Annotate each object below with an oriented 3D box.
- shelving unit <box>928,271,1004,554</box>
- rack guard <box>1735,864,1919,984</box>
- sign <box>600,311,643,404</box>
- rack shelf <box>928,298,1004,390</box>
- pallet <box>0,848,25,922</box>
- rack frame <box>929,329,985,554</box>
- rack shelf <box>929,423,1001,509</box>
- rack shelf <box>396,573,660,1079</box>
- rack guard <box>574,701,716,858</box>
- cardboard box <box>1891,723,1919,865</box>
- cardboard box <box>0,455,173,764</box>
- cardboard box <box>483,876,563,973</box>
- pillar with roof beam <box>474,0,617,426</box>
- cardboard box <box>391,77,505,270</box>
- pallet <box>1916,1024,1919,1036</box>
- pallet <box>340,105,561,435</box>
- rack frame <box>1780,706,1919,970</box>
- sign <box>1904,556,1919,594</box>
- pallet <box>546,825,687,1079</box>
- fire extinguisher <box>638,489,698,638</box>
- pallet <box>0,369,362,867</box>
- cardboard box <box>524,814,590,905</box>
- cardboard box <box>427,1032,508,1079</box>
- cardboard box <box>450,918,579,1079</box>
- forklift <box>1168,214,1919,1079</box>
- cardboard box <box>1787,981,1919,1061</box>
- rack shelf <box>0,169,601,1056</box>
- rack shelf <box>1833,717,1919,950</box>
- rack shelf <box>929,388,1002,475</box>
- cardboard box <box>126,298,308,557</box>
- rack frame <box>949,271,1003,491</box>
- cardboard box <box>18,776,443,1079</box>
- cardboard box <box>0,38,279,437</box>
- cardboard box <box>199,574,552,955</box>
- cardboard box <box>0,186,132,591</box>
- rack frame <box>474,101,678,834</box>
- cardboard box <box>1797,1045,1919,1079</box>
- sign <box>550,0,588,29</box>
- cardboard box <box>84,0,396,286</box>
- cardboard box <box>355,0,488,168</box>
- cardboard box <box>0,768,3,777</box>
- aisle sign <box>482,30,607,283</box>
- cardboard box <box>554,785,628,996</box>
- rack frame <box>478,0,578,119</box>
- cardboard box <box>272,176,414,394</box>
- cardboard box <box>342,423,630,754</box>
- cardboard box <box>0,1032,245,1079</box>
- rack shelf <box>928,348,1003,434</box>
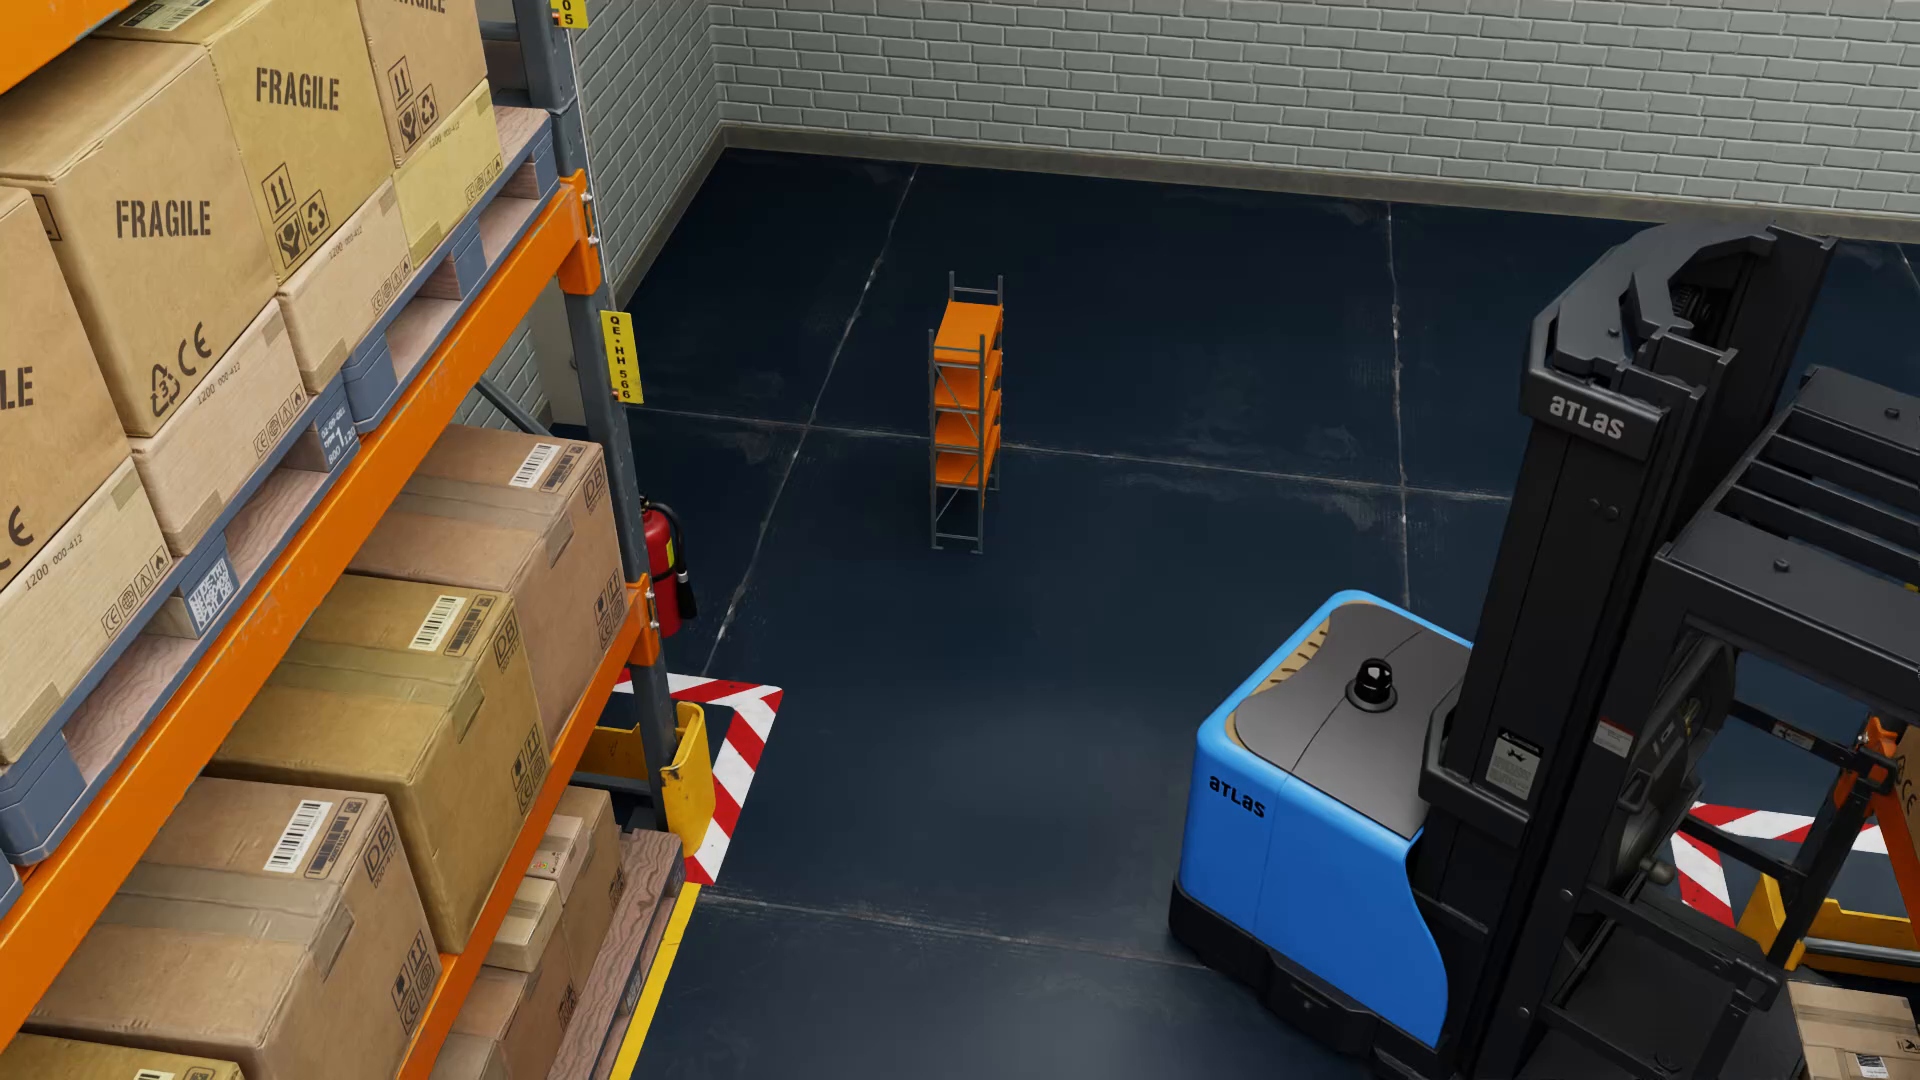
[{"bbox_3d":[0.029,-0.566,7.590,0.258,1.200,0.503,6,40,8],"label":"shelving unit"},{"bbox_3d":[3.301,1.469,5.678,1.175,0.500,0.348,6,40,8],"label":"rack guard"},{"bbox_3d":[-1.033,-0.555,5.069,0.100,0.325,0.005,6,40,8],"label":"sign"},{"bbox_3d":[0.029,-0.869,7.340,0.258,0.148,0.480,6,40,8],"label":"rack shelf"},{"bbox_3d":[-2.105,0.790,2.252,1.003,0.211,1.213,6,40,8],"label":"pallet"},{"bbox_3d":[-0.014,-0.413,7.405,0.240,1.200,0.015,6,40,8],"label":"rack frame"},{"bbox_3d":[0.029,-0.361,7.760,0.258,0.148,0.480,6,40,8],"label":"rack shelf"},{"bbox_3d":[-1.911,1.447,4.308,1.077,0.370,4.000,6,40,8],"label":"rack shelf"},{"bbox_3d":[-1.561,0.862,6.411,1.175,0.500,0.348,6,40,8],"label":"rack guard"},{"bbox_3d":[2.978,0.669,4.605,0.500,0.500,0.500,7,40,9],"label":"cardboard box"},{"bbox_3d":[-1.694,0.080,2.751,0.500,0.250,0.500,5,40,6],"label":"cardboard box"},{"bbox_3d":[-1.474,1.177,5.192,0.380,0.149,0.250,7,40,9],"label":"cardboard box"},{"bbox_3d":[2.290,-3.713,5.276,9.100,9.000,0.400,6,40,8],"label":"pillar with roof beam"},{"bbox_3d":[-1.430,-0.896,3.932,0.500,0.250,0.500,8,40,9],"label":"cardboard box"},{"bbox_3d":[3.164,2.081,5.165,1.003,0.211,1.213,6,40,8],"label":"pallet"},{"bbox_3d":[-1.683,-0.741,4.105,1.003,0.211,1.213,6,40,8],"label":"pallet"},{"bbox_3d":[3.315,0.458,4.939,1.000,3.000,0.127,6,40,8],"label":"rack frame"},{"bbox_3d":[2.780,0.065,4.735,0.100,0.325,0.005,6,40,8],"label":"sign"},{"bbox_3d":[-1.626,1.499,5.868,1.003,0.211,1.213,6,40,8],"label":"pallet"},{"bbox_3d":[-1.084,0.044,5.793,0.296,0.674,0.183,6,40,8],"label":"fire extinguisher"},{"bbox_3d":[-1.892,0.027,3.176,1.003,0.211,1.213,6,40,8],"label":"pallet"},{"bbox_3d":[-1.430,1.017,5.386,0.380,0.149,0.250,6,40,7],"label":"cardboard box"},{"bbox_3d":[-1.760,1.796,4.953,0.700,0.500,0.500,5,40,6],"label":"cardboard box"},{"bbox_3d":[-1.674,1.480,5.335,0.700,0.500,0.500,6,40,8],"label":"cardboard box"},{"bbox_3d":[2.209,0.693,4.709,3.031,2.935,1.130,28,47,30],"label":"forklift"},{"bbox_3d":[2.904,1.612,5.435,0.380,0.149,0.250,6,40,8],"label":"cardboard box"},{"bbox_3d":[-1.911,0.290,3.352,1.077,0.370,4.000,6,40,8],"label":"rack shelf"},{"bbox_3d":[2.969,1.990,3.650,1.077,0.370,4.000,6,40,8],"label":"rack shelf"},{"bbox_3d":[0.029,-0.514,7.633,0.258,0.148,0.480,6,40,8],"label":"rack shelf"},{"bbox_3d":[-1.604,-0.242,3.141,0.500,0.250,0.500,5,40,6],"label":"cardboard box"},{"bbox_3d":[0.071,-0.719,7.775,0.240,1.200,0.015,6,40,8],"label":"rack frame"},{"bbox_3d":[-1.899,1.055,3.981,0.980,0.700,0.700,5,40,6],"label":"cardboard box"},{"bbox_3d":[-1.602,-0.543,2.917,0.500,0.500,0.500,5,40,6],"label":"cardboard box"},{"bbox_3d":[-1.758,0.578,4.559,0.980,0.700,0.700,6,40,7],"label":"cardboard box"},{"bbox_3d":[-1.695,-0.214,2.518,0.500,0.500,0.500,7,40,8],"label":"cardboard box"},{"bbox_3d":[-1.565,-0.086,5.597,1.000,3.000,0.127,6,40,8],"label":"rack frame"},{"bbox_3d":[2.860,1.762,5.240,0.380,0.166,0.250,6,40,8],"label":"cardboard box"},{"bbox_3d":[-1.033,-1.484,4.301,0.100,0.325,0.005,6,40,8],"label":"sign"},{"bbox_3d":[-1.520,-0.871,3.314,0.500,0.500,0.500,8,40,9],"label":"cardboard box"},{"bbox_3d":[-1.423,-1.184,3.692,0.500,0.500,0.500,6,40,8],"label":"cardboard box"},{"bbox_3d":[-1.776,0.403,2.361,0.500,0.250,0.500,6,40,7],"label":"cardboard box"},{"bbox_3d":[-1.257,-1.100,4.783,0.394,0.787,0.004,6,40,8],"label":"aisle sign"},{"bbox_3d":[-1.588,1.166,5.715,0.700,0.500,0.500,6,40,8],"label":"cardboard box"},{"bbox_3d":[-1.565,-2.398,3.685,1.000,3.000,0.127,6,40,8],"label":"rack frame"},{"bbox_3d":[-1.519,-0.569,3.536,0.500,0.250,0.500,5,40,6],"label":"cardboard box"},{"bbox_3d":[-1.643,0.120,5.113,0.980,0.700,0.700,8,40,10],"label":"cardboard box"},{"bbox_3d":[-2.015,1.513,3.428,0.980,0.700,0.700,5,40,7],"label":"cardboard box"},{"bbox_3d":[0.029,-0.687,7.491,0.258,0.148,0.480,6,40,8],"label":"rack shelf"}]
